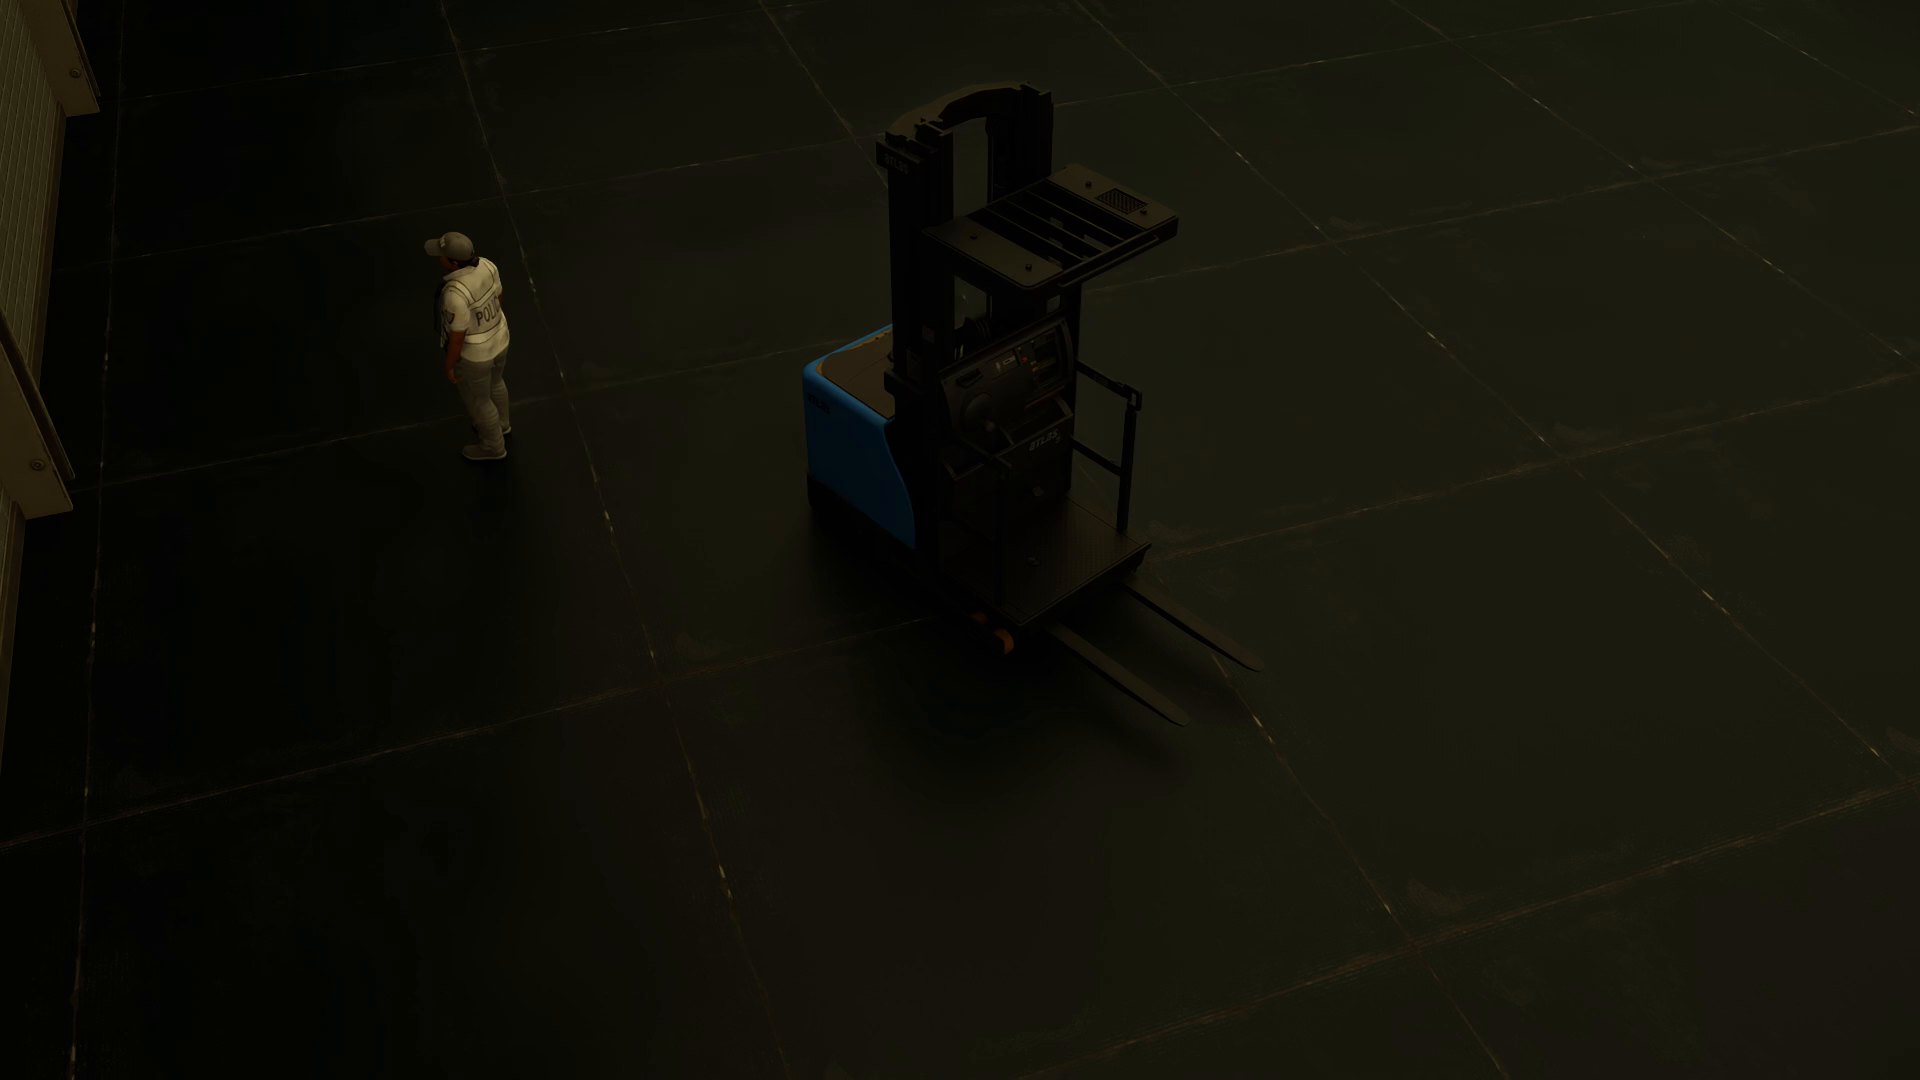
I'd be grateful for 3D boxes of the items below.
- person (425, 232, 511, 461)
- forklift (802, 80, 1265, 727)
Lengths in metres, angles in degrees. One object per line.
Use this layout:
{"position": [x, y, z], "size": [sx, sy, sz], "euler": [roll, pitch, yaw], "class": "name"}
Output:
{"position": [-3.096, -1.229, 10.432], "size": [0.530, 1.669, 0.598], "euler": [12, 41, 13], "class": "person"}
{"position": [0.409, -0.833, 8.988], "size": [1.130, 2.935, 3.031], "euler": [-30, 49, -31], "class": "forklift"}
